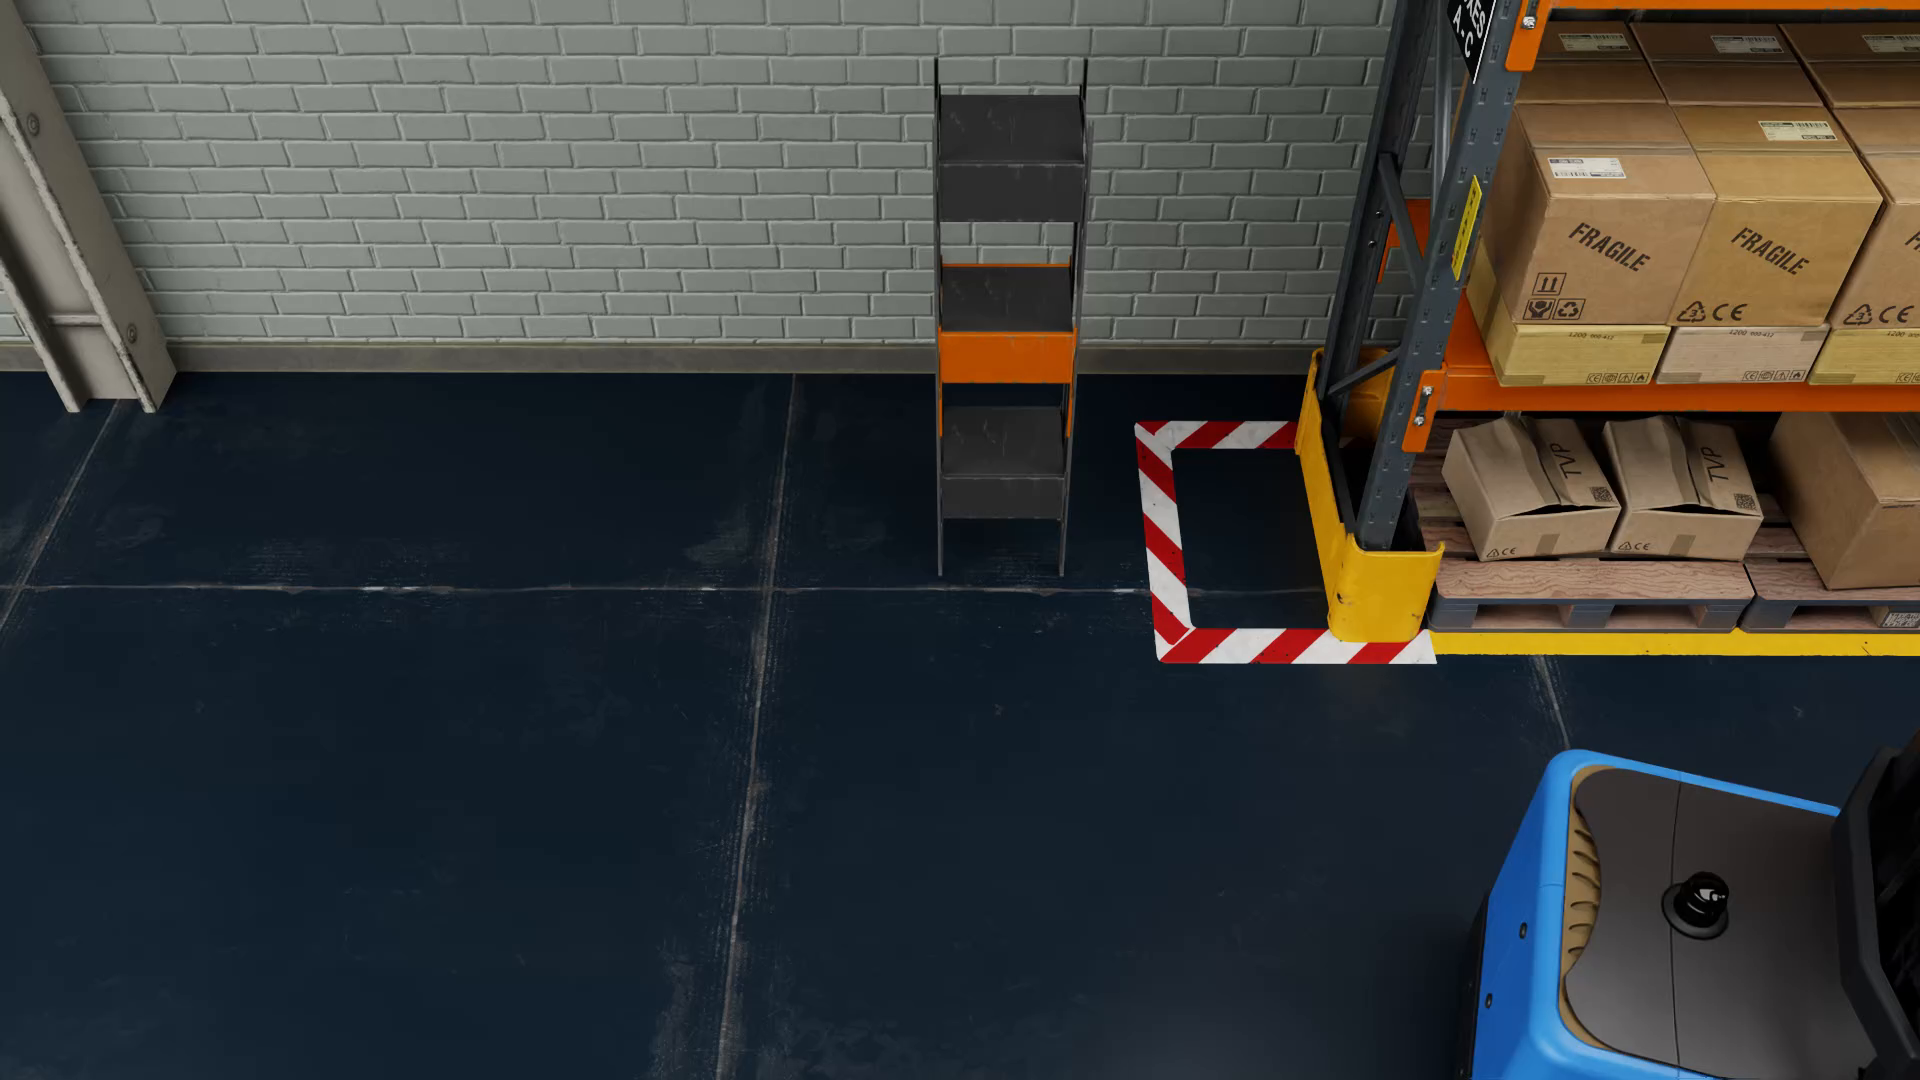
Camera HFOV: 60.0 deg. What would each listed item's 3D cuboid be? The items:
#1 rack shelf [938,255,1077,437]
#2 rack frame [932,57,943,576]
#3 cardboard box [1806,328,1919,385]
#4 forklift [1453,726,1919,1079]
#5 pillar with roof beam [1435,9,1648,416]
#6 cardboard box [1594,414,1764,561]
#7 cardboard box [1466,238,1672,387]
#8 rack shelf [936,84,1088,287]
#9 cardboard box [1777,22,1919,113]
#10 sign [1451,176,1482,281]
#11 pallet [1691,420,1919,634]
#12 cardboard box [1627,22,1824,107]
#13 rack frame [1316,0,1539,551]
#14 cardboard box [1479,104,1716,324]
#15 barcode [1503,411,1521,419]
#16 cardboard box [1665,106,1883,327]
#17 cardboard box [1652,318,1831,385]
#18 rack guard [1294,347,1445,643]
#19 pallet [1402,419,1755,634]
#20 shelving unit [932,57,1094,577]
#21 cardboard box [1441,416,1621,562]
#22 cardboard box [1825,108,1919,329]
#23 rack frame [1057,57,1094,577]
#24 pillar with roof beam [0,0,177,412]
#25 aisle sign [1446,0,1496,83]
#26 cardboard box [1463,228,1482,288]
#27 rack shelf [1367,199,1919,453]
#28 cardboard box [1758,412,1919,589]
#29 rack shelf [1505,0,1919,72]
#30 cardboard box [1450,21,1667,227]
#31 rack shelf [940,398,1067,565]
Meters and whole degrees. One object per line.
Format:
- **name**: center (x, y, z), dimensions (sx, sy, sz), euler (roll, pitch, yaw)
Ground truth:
- **rack shelf**: center (0.166, -0.706, 6.072), dimensions (0.480, 0.518, 0.431), euler (0, 47, 0)
- **rack frame**: center (-0.078, -0.716, 6.062), dimensions (0.015, 2.100, 0.400), euler (0, 47, 0)
- **cardboard box**: center (3.060, -0.778, 5.595), dimensions (0.500, 0.250, 0.500), euler (-1, 47, 0)
- **forklift**: center (3.015, 0.973, 3.923), dimensions (3.031, 2.935, 1.130), euler (12, 48, 11)
- **pillar with roof beam**: center (2.232, -0.577, 1.220), dimensions (0.400, 9.000, 9.100), euler (0, 47, 0)
- **cardboard box**: center (2.806, -0.217, 6.520), dimensions (0.500, 0.311, 0.500), euler (4, 47, 3)
- **cardboard box**: center (2.031, -0.775, 5.592), dimensions (0.500, 0.250, 0.500), euler (-1, 47, -1)
- **rack shelf**: center (0.166, -1.183, 5.559), dimensions (0.480, 0.518, 0.431), euler (0, 47, 0)
- **cardboard box**: center (3.037, -1.411, 5.672), dimensions (0.500, 0.500, 0.500), euler (-1, 47, -1)
- **sign**: center (1.543, -0.951, 5.075), dimensions (0.005, 0.325, 0.100), euler (0, 47, 0)
- **pallet**: center (3.650, -0.069, 6.751), dimensions (1.213, 0.211, 1.003), euler (0, 47, 0)
- **cardboard box**: center (2.520, -1.410, 5.670), dimensions (0.500, 0.500, 0.500), euler (1, 47, 1)
- **rack frame**: center (1.545, -1.053, 5.761), dimensions (0.127, 3.000, 1.000), euler (0, 47, 0)
- **cardboard box**: center (2.021, -1.043, 5.329), dimensions (0.500, 0.500, 0.500), euler (0, 47, 0)
- **barcode**: center (2.256, -0.515, 6.791), dimensions (0.075, 0.075, 0.001), euler (0, 47, 0)
- **cardboard box**: center (2.515, -1.034, 5.321), dimensions (0.500, 0.500, 0.500), euler (0, 47, 0)
- **cardboard box**: center (2.551, -0.784, 5.600), dimensions (0.500, 0.250, 0.500), euler (-1, 47, -1)
- **rack guard**: center (1.621, -0.201, 6.676), dimensions (0.348, 0.500, 1.175), euler (0, 47, 0)
- **pallet**: center (2.433, -0.074, 6.756), dimensions (1.213, 0.211, 1.003), euler (0, 47, 0)
- **shelving unit**: center (0.166, -0.715, 6.062), dimensions (0.503, 2.100, 0.431), euler (0, 47, 0)
- **cardboard box**: center (2.236, -0.219, 6.522), dimensions (0.500, 0.311, 0.500), euler (-5, 47, -4)
- **cardboard box**: center (3.032, -1.028, 5.315), dimensions (0.500, 0.500, 0.500), euler (-1, 47, -1)
- **rack frame**: center (0.410, -0.714, 6.061), dimensions (0.015, 2.100, 0.400), euler (0, 47, 0)
- **pillar with roof beam**: center (-3.768, -0.593, 1.235), dimensions (0.400, 9.000, 9.100), euler (0, 47, 0)
- **aisle sign**: center (1.472, -1.719, 4.606), dimensions (0.004, 0.787, 0.394), euler (0, 47, 0)
- **cardboard box**: center (2.013, -1.149, 5.940), dimensions (0.500, 0.250, 0.500), euler (1, 47, 1)
- **rack shelf**: center (3.545, -0.802, 6.020), dimensions (4.000, 0.370, 1.077), euler (0, 47, 0)
- **cardboard box**: center (3.540, -0.243, 6.415), dimensions (0.500, 0.500, 0.700), euler (-3, 47, -2)
- **rack shelf**: center (3.545, -1.824, 4.922), dimensions (4.000, 0.370, 1.077), euler (0, 47, 0)
- **cardboard box**: center (2.017, -1.418, 5.678), dimensions (0.500, 0.500, 0.500), euler (0, 47, 0)
- **rack shelf**: center (0.166, -0.229, 6.584), dimensions (0.480, 0.518, 0.431), euler (0, 47, 0)
